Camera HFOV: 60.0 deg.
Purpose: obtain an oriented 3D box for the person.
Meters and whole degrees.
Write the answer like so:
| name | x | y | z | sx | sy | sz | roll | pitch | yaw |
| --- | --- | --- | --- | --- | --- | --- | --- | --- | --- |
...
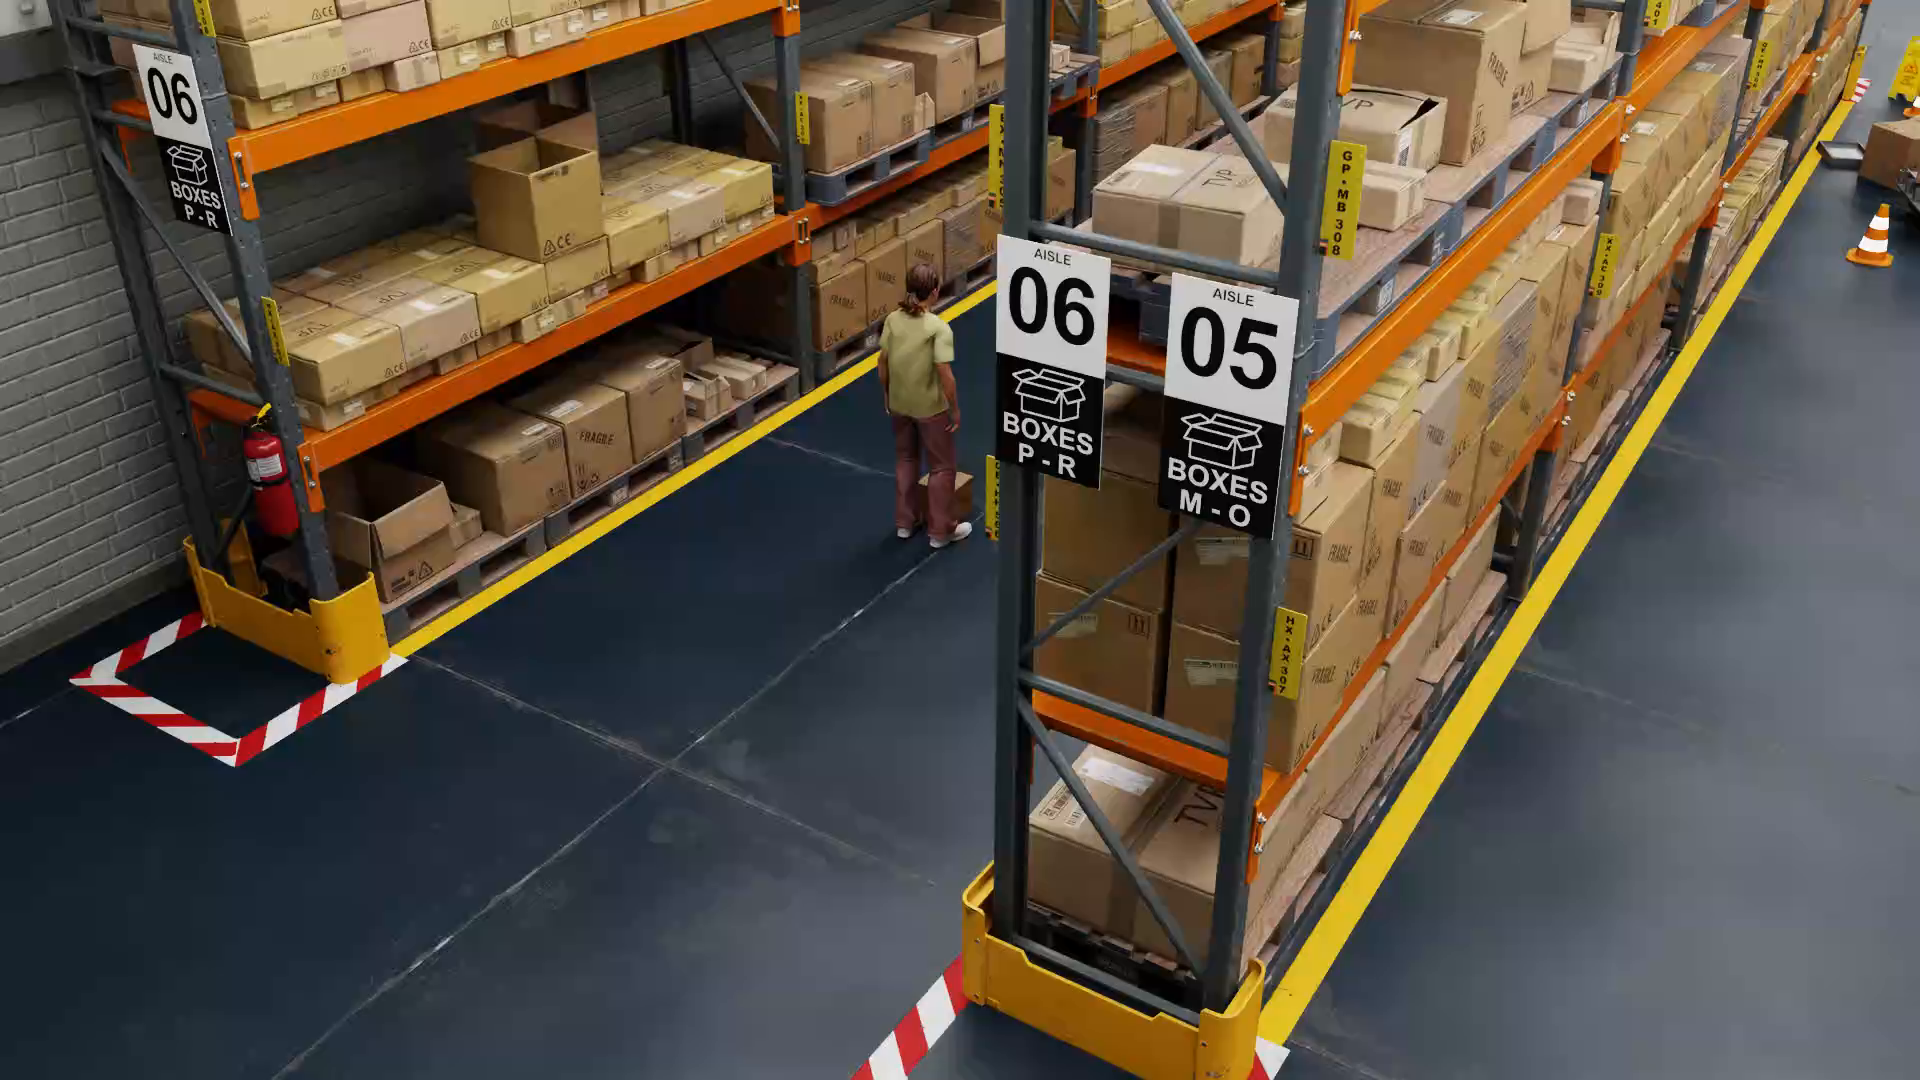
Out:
| name | x | y | z | sx | sy | sz | roll | pitch | yaw |
| --- | --- | --- | --- | --- | --- | --- | --- | --- | --- |
| person | -0.218 | -0.761 | 9.472 | 0.503 | 1.672 | 0.352 | 17 | 35 | 27 |
